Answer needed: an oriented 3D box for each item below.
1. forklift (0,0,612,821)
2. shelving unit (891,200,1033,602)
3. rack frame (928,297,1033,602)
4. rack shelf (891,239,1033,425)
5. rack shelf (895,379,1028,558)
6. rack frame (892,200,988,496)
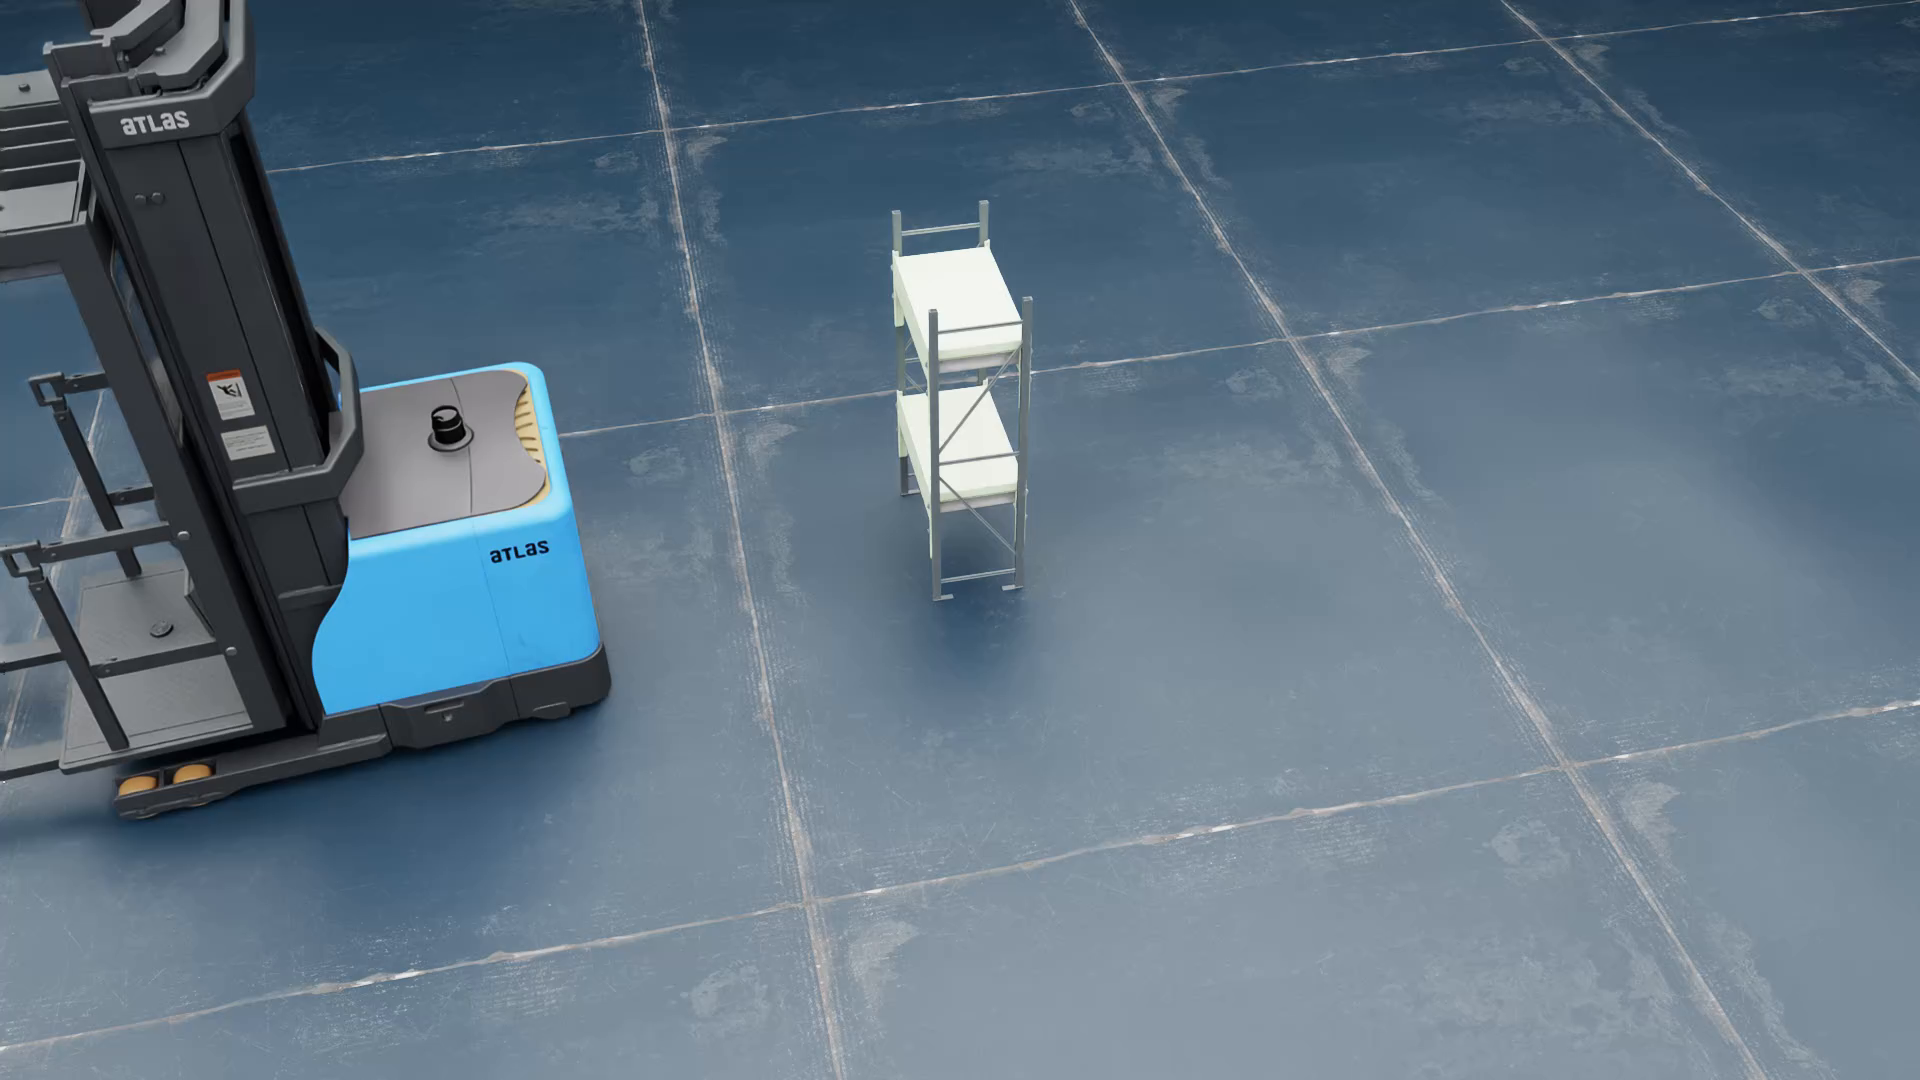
[{"bbox_3d":[-2.992,-0.431,5.809,3.031,2.935,1.130,-12,43,-13],"label":"forklift"},{"bbox_3d":[-0.001,-0.565,7.039,0.431,1.500,0.755,-8,42,-9],"label":"shelving unit"},{"bbox_3d":[0.078,-0.328,6.771,0.400,1.500,0.023,-8,42,-9],"label":"rack frame"},{"bbox_3d":[-0.001,-0.857,6.780,0.431,0.370,0.720,-8,42,-9],"label":"rack shelf"},{"bbox_3d":[-0.001,-0.321,7.255,0.431,0.370,0.720,-8,42,-9],"label":"rack shelf"},{"bbox_3d":[-0.080,-0.802,7.306,0.400,1.500,0.023,-8,42,-9],"label":"rack frame"}]
